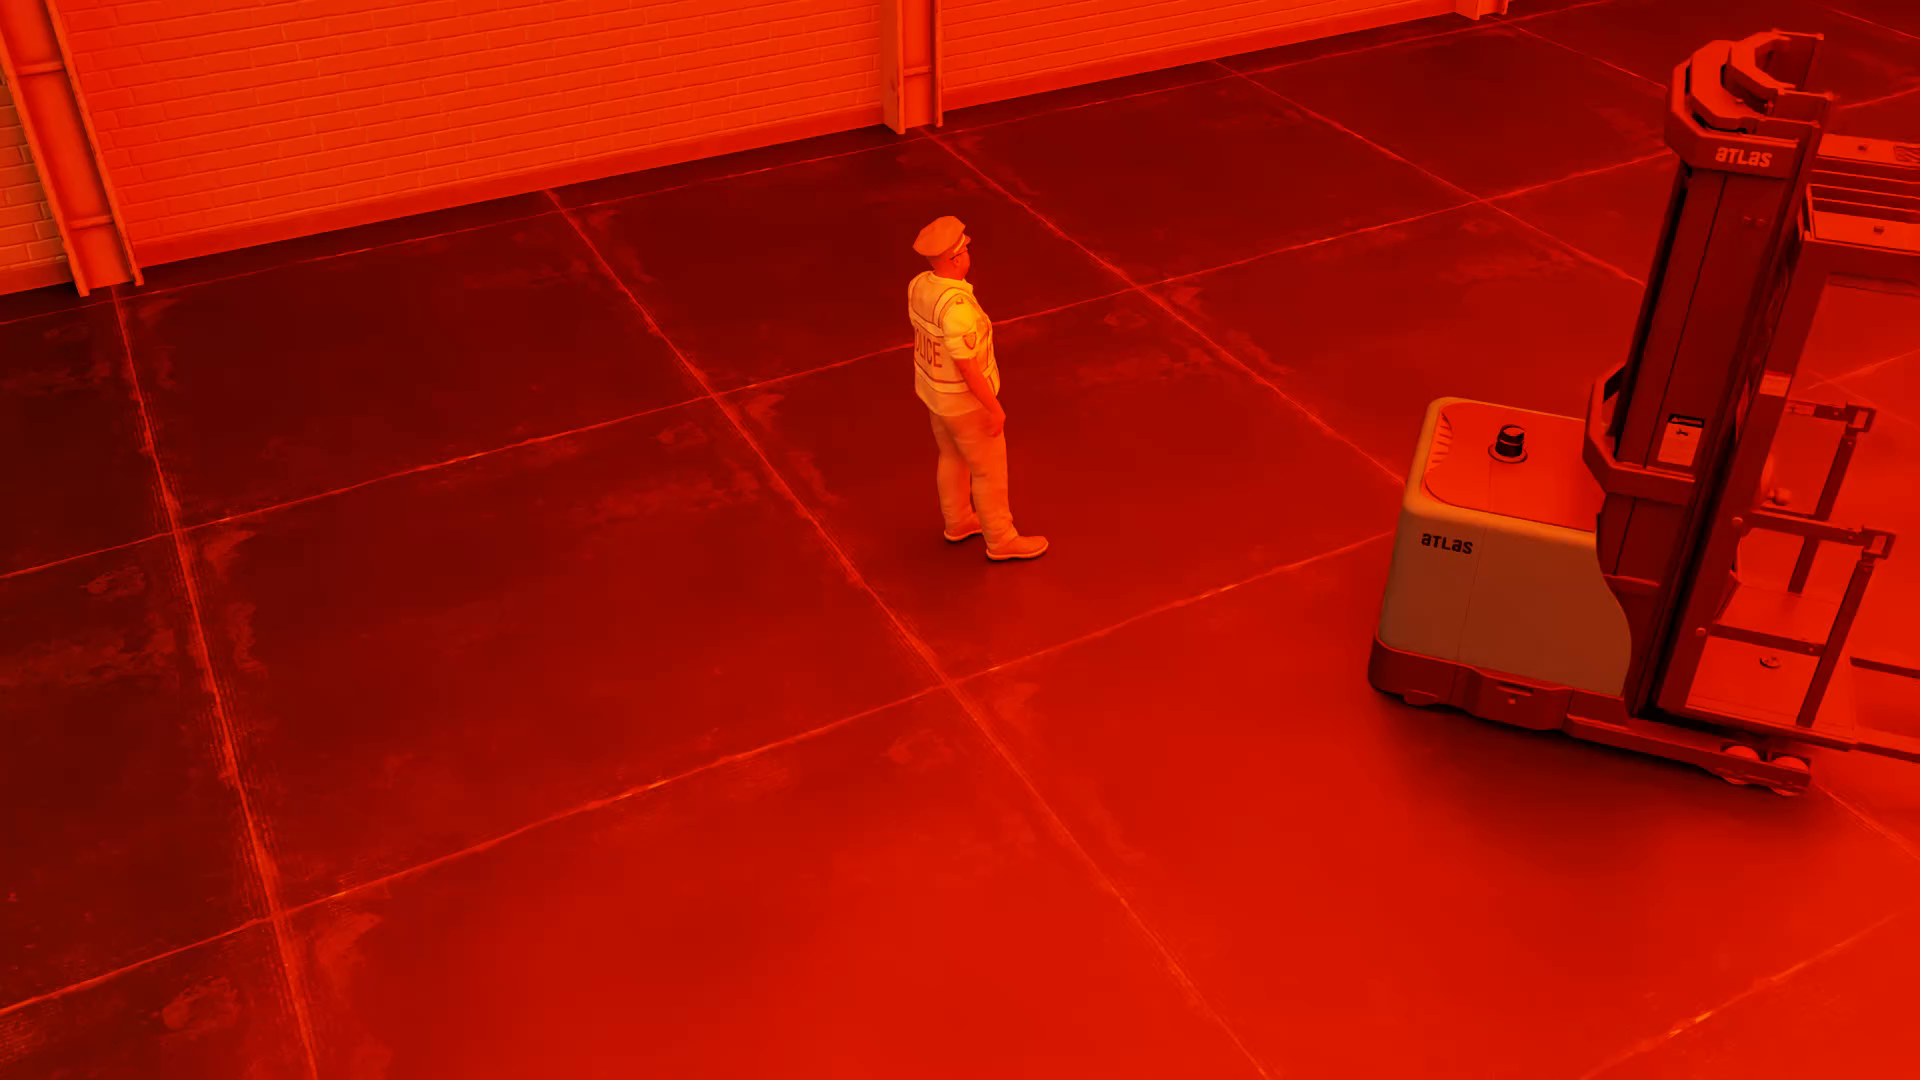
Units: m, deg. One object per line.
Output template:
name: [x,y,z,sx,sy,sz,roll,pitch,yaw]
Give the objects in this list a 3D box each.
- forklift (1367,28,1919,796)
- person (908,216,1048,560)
forklift: [3.447,-0.452,6.762,3.031,2.935,1.130,12,37,16]
person: [0.074,-0.750,8.165,0.574,1.781,0.641,-17,39,-23]
